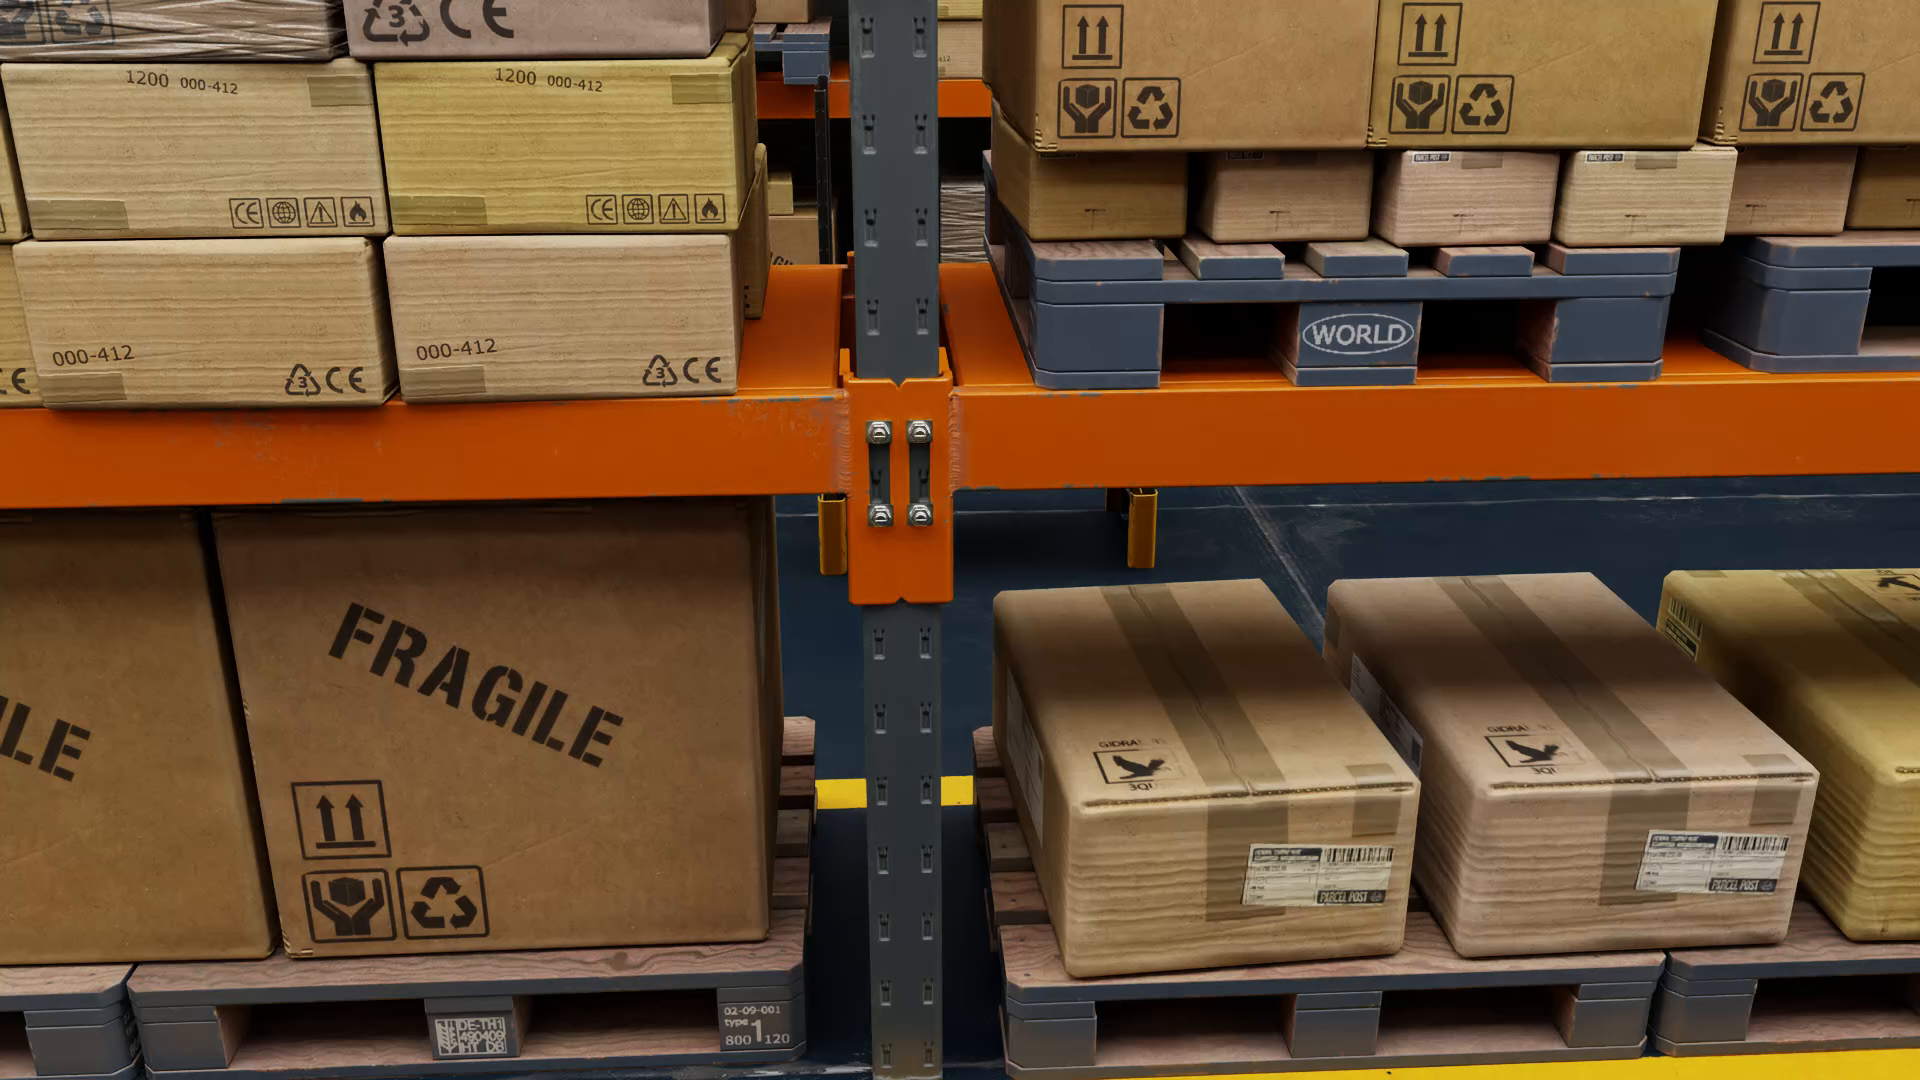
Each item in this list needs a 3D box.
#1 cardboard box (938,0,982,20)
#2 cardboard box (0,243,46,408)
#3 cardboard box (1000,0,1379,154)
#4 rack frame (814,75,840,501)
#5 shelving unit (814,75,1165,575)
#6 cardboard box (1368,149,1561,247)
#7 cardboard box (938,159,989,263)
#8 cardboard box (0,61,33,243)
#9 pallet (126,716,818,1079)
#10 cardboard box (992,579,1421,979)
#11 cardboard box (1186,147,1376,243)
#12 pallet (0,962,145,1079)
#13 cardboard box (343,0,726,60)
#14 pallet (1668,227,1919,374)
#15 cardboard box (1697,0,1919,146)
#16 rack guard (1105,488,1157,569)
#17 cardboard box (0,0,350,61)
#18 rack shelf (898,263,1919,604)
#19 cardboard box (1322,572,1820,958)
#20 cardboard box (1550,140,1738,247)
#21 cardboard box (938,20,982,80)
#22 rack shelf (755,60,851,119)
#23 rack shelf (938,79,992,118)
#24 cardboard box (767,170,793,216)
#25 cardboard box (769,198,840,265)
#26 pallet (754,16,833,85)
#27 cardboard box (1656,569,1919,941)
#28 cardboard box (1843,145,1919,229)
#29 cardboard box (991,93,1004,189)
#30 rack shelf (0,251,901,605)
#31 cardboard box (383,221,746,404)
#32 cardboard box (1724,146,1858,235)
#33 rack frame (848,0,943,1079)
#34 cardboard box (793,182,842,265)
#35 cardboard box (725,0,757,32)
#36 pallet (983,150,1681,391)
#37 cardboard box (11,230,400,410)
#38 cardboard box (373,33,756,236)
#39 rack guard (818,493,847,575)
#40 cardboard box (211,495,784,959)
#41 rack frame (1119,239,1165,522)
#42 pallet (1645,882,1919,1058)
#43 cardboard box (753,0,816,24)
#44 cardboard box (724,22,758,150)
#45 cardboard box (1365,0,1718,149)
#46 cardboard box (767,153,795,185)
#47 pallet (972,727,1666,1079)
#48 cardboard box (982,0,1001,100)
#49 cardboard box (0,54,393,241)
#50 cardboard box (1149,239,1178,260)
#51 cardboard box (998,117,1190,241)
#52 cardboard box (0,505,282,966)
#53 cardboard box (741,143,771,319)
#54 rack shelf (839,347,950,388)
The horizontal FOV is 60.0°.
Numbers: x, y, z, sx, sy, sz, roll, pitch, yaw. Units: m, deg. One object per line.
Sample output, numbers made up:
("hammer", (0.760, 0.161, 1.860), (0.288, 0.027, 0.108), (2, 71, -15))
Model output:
("cardboard box", (0.048, -2.428, 7.292), (0.500, 0.250, 0.500), (-1, 21, -3))
("cardboard box", (-1.626, -0.395, 2.654), (0.500, 0.250, 0.500), (-1, 21, -4))
("cardboard box", (0.339, -0.897, 2.613), (0.500, 0.500, 0.500), (-2, 21, -5))
("rack frame", (-0.422, -0.692, 5.332), (0.032, 1.500, 0.500), (-1, 21, -3))
("shelving unit", (0.076, -0.702, 5.358), (1.083, 1.500, 0.587), (-1, 21, -3))
("cardboard box", (0.772, -0.591, 2.720), (0.250, 0.149, 0.380), (-3, 21, -7))
("cardboard box", (0.213, -1.446, 7.950), (0.625, 0.625, 0.875), (-1, 21, -1))
("cardboard box", (-1.614, -0.622, 2.548), (0.500, 0.250, 0.500), (-2, 21, -4))
("pallet", (-0.914, 0.704, 3.475), (1.213, 0.211, 1.003), (-1, 21, -3))
("cardboard box", (0.442, 0.435, 3.364), (0.625, 0.372, 0.950), (-3, 21, -7))
("cardboard box", (0.496, -0.602, 2.748), (0.250, 0.149, 0.380), (-2, 21, -6))
("pallet", (-2.130, 0.728, 3.413), (1.213, 0.211, 1.003), (-1, 21, -3))
("cardboard box", (-0.624, -0.999, 2.483), (0.500, 0.500, 0.500), (-2, 21, -5))
("pallet", (1.851, -0.554, 3.129), (1.213, 0.211, 1.003), (-1, 21, -3))
("cardboard box", (1.389, -0.924, 2.682), (0.500, 0.500, 0.500), (-1, 21, -2))
("rack guard", (0.573, -0.128, 5.607), (0.087, 0.250, 0.587), (-1, 21, -3))
("cardboard box", (-1.136, -0.986, 2.448), (0.500, 0.500, 0.500), (-1, 21, -2))
("rack shelf", (1.874, -0.293, 3.185), (4.000, 0.370, 1.077), (-1, 21, -3))
("cardboard box", (1.178, 0.418, 3.411), (0.625, 0.372, 0.950), (-2, 21, -4))
("cardboard box", (1.048, -0.589, 2.715), (0.250, 0.149, 0.380), (-1, 21, -3))
("cardboard box", (0.047, -2.204, 7.404), (0.500, 0.250, 0.500), (-1, 21, -3))
("rack shelf", (-2.407, -1.975, 7.603), (4.000, 0.370, 1.077), (-1, 21, -3))
("rack shelf", (1.587, -2.056, 7.817), (4.000, 0.370, 1.077), (-1, 21, -3))
("cardboard box", (-0.889, -1.583, 7.574), (0.250, 0.149, 0.380), (-2, 21, -6))
("cardboard box", (-0.820, -1.295, 7.729), (0.500, 0.500, 0.500), (-1, 21, -1))
("pallet", (-1.083, -2.223, 7.514), (1.003, 0.211, 1.213), (-1, 21, -3))
("cardboard box", (1.935, 0.404, 3.446), (0.625, 0.372, 0.950), (0, 21, -1))
("cardboard box", (1.564, -0.641, 2.852), (0.250, 0.149, 0.380), (0, 21, -1))
("cardboard box", (0.191, -0.757, 3.158), (0.250, 0.149, 0.380), (0, 21, -1))
("rack shelf", (-2.120, -0.212, 2.972), (4.000, 0.370, 1.077), (-1, 21, -3))
("cardboard box", (-0.613, -0.416, 2.708), (0.500, 0.250, 0.500), (-2, 21, -5))
("cardboard box", (1.284, -0.622, 2.801), (0.250, 0.149, 0.380), (0, 21, 0))
("rack frame", (-0.123, -0.588, 2.951), (0.127, 3.000, 1.000), (-1, 21, -3))
("cardboard box", (-0.847, -1.471, 8.191), (0.500, 0.500, 0.500), (0, 21, -1))
("cardboard box", (-0.629, -1.179, 2.957), (0.500, 0.500, 0.500), (-2, 21, -5))
("pallet", (0.582, -0.551, 3.122), (1.003, 0.211, 1.213), (-1, 21, -3))
("cardboard box", (-1.122, -0.400, 2.666), (0.500, 0.250, 0.500), (-1, 21, -2))
("cardboard box", (-0.592, -0.652, 2.626), (0.500, 0.250, 0.500), (-1, 21, -3))
("rack guard", (-0.421, -0.108, 5.554), (0.087, 0.250, 0.587), (-1, 21, -3))
("cardboard box", (-0.817, 0.193, 3.295), (0.875, 0.875, 0.875), (-1, 21, -4))
("rack frame", (0.593, -0.713, 5.386), (0.032, 1.500, 0.500), (-1, 21, -3))
("pallet", (1.872, 0.676, 3.549), (1.213, 0.211, 1.003), (-1, 21, -3))
("cardboard box", (-0.933, -2.640, 7.608), (0.500, 0.500, 0.500), (0, 21, -1))
("cardboard box", (-0.643, -0.829, 3.092), (0.500, 0.250, 0.500), (-1, 21, -3))
("cardboard box", (0.859, -0.910, 2.648), (0.500, 0.500, 0.500), (0, 21, 0))
("cardboard box", (-0.949, -1.783, 8.099), (0.250, 0.149, 0.380), (0, 21, 0))
("pallet", (0.657, 0.699, 3.487), (1.213, 0.211, 1.003), (-1, 21, -3))
("cardboard box", (0.315, -1.078, 3.089), (0.500, 0.500, 0.500), (-2, 21, -5))
("cardboard box", (-1.104, -0.640, 2.595), (0.500, 0.250, 0.500), (-2, 21, -4))
("cardboard box", (0.865, -1.462, 7.992), (0.625, 0.625, 0.875), (0, 21, -1))
("cardboard box", (0.212, -0.608, 2.765), (0.250, 0.149, 0.380), (-2, 21, -6))
("cardboard box", (-1.708, 0.209, 3.251), (0.875, 0.875, 0.875), (-1, 21, -2))
("cardboard box", (-0.626, -0.598, 3.186), (0.500, 0.250, 0.500), (-2, 21, -4))
("rack shelf", (0.085, -0.535, 5.423), (1.000, 0.185, 0.538), (-1, 21, -3))
